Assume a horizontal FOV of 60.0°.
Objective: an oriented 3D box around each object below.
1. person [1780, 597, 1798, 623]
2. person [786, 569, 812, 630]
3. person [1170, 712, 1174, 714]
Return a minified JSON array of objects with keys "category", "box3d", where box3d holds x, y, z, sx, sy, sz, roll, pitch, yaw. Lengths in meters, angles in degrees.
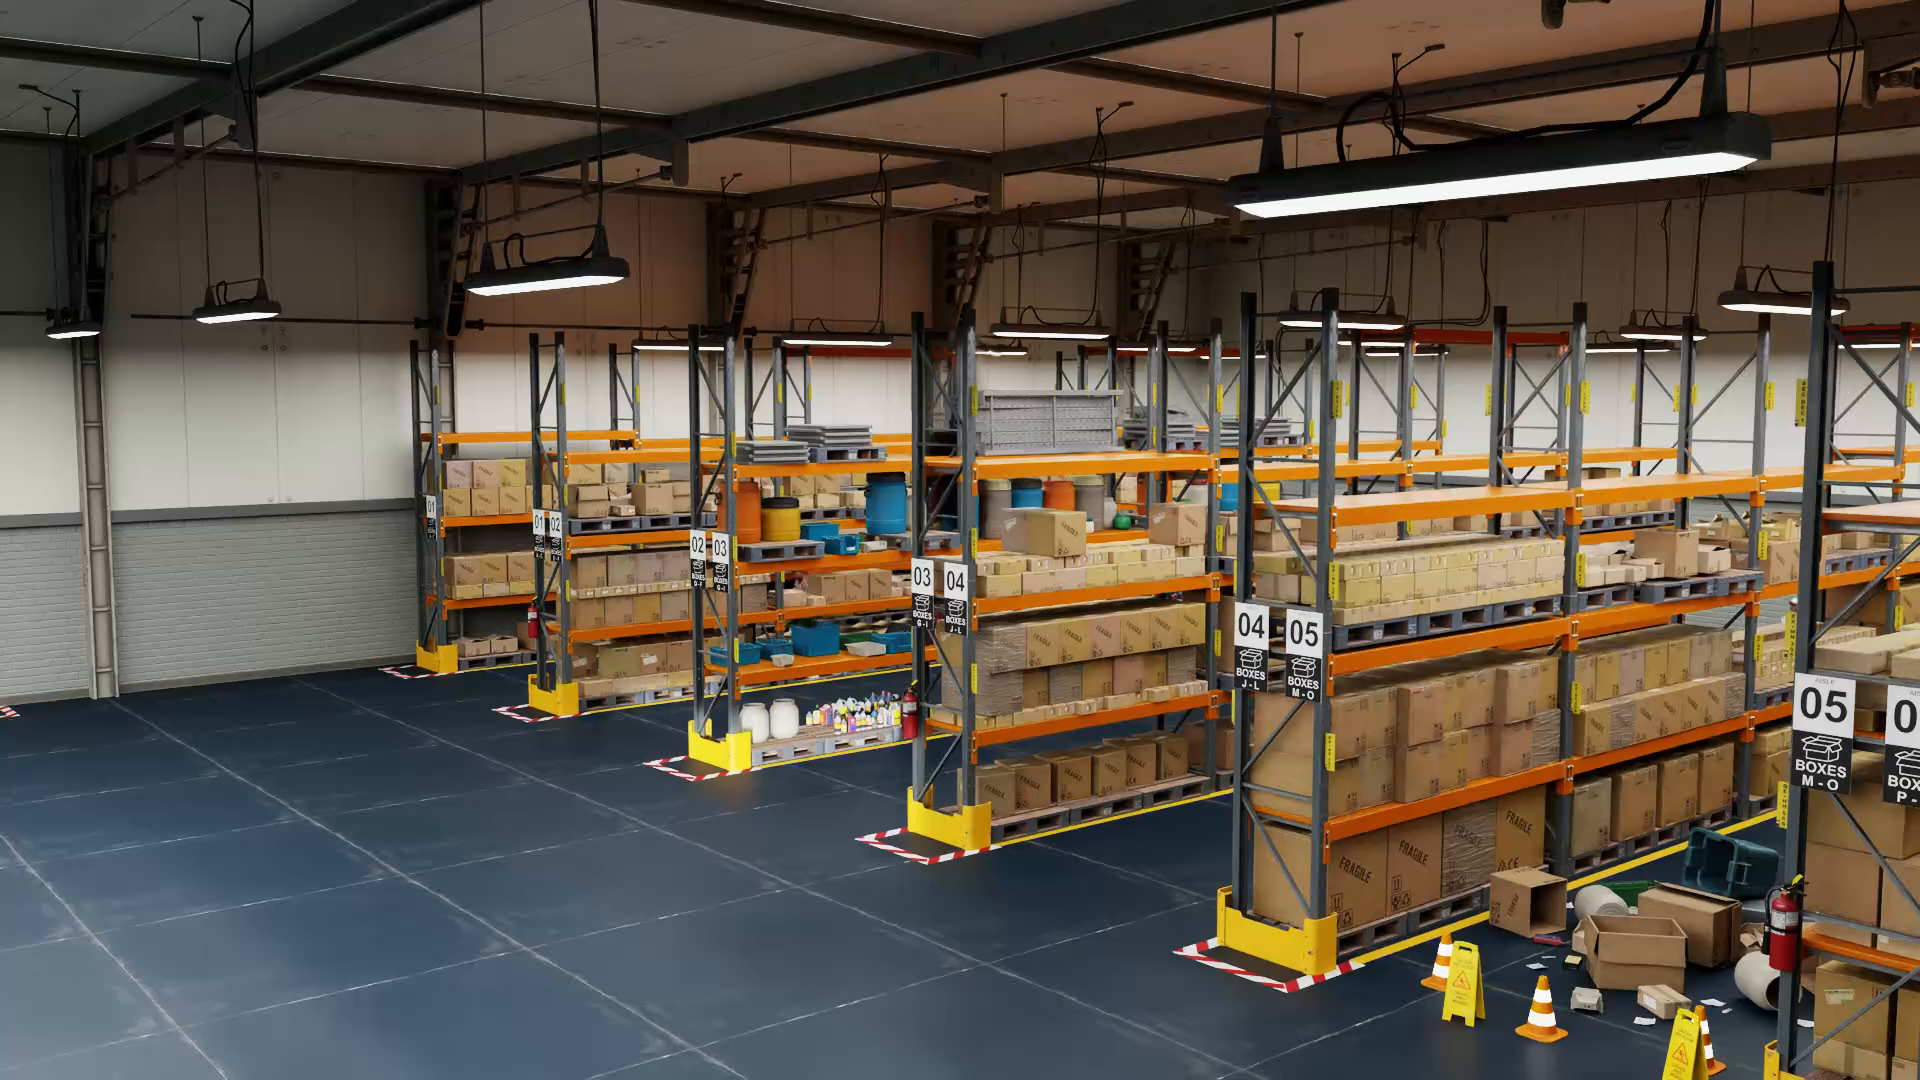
[{"category":"person","box3d":[13.656,1.795,27.179,0.520,1.723,0.707,-4,7,-37]},{"category":"person","box3d":[-3.055,1.336,31.862,0.740,1.727,0.707,-5,7,-41]},{"category":"person","box3d":[3.078,1.809,24.824,0.521,1.598,0.571,4,7,37]}]
